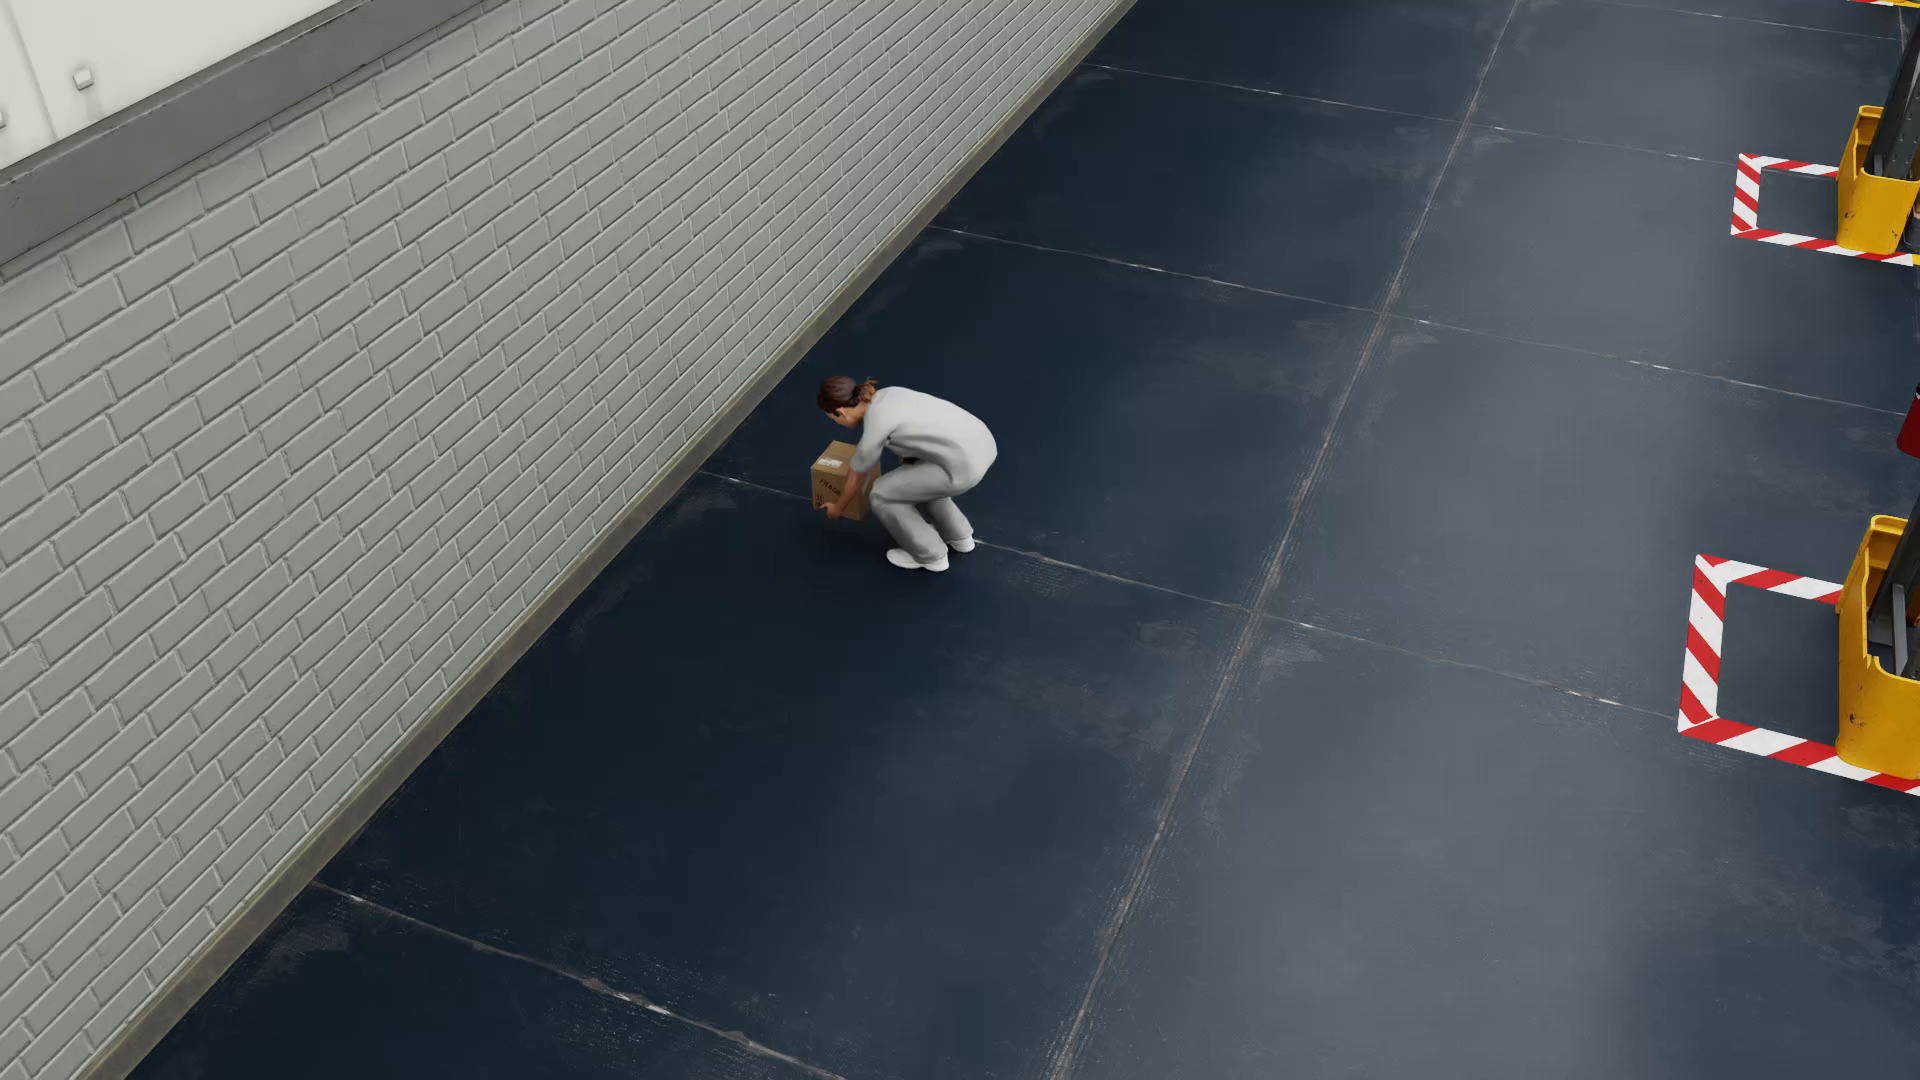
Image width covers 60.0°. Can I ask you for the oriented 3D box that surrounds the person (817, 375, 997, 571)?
[{"bbox_3d":[-0.250,-0.325,7.852,0.848,0.932,0.460,13,39,16],"label":"person"}]
